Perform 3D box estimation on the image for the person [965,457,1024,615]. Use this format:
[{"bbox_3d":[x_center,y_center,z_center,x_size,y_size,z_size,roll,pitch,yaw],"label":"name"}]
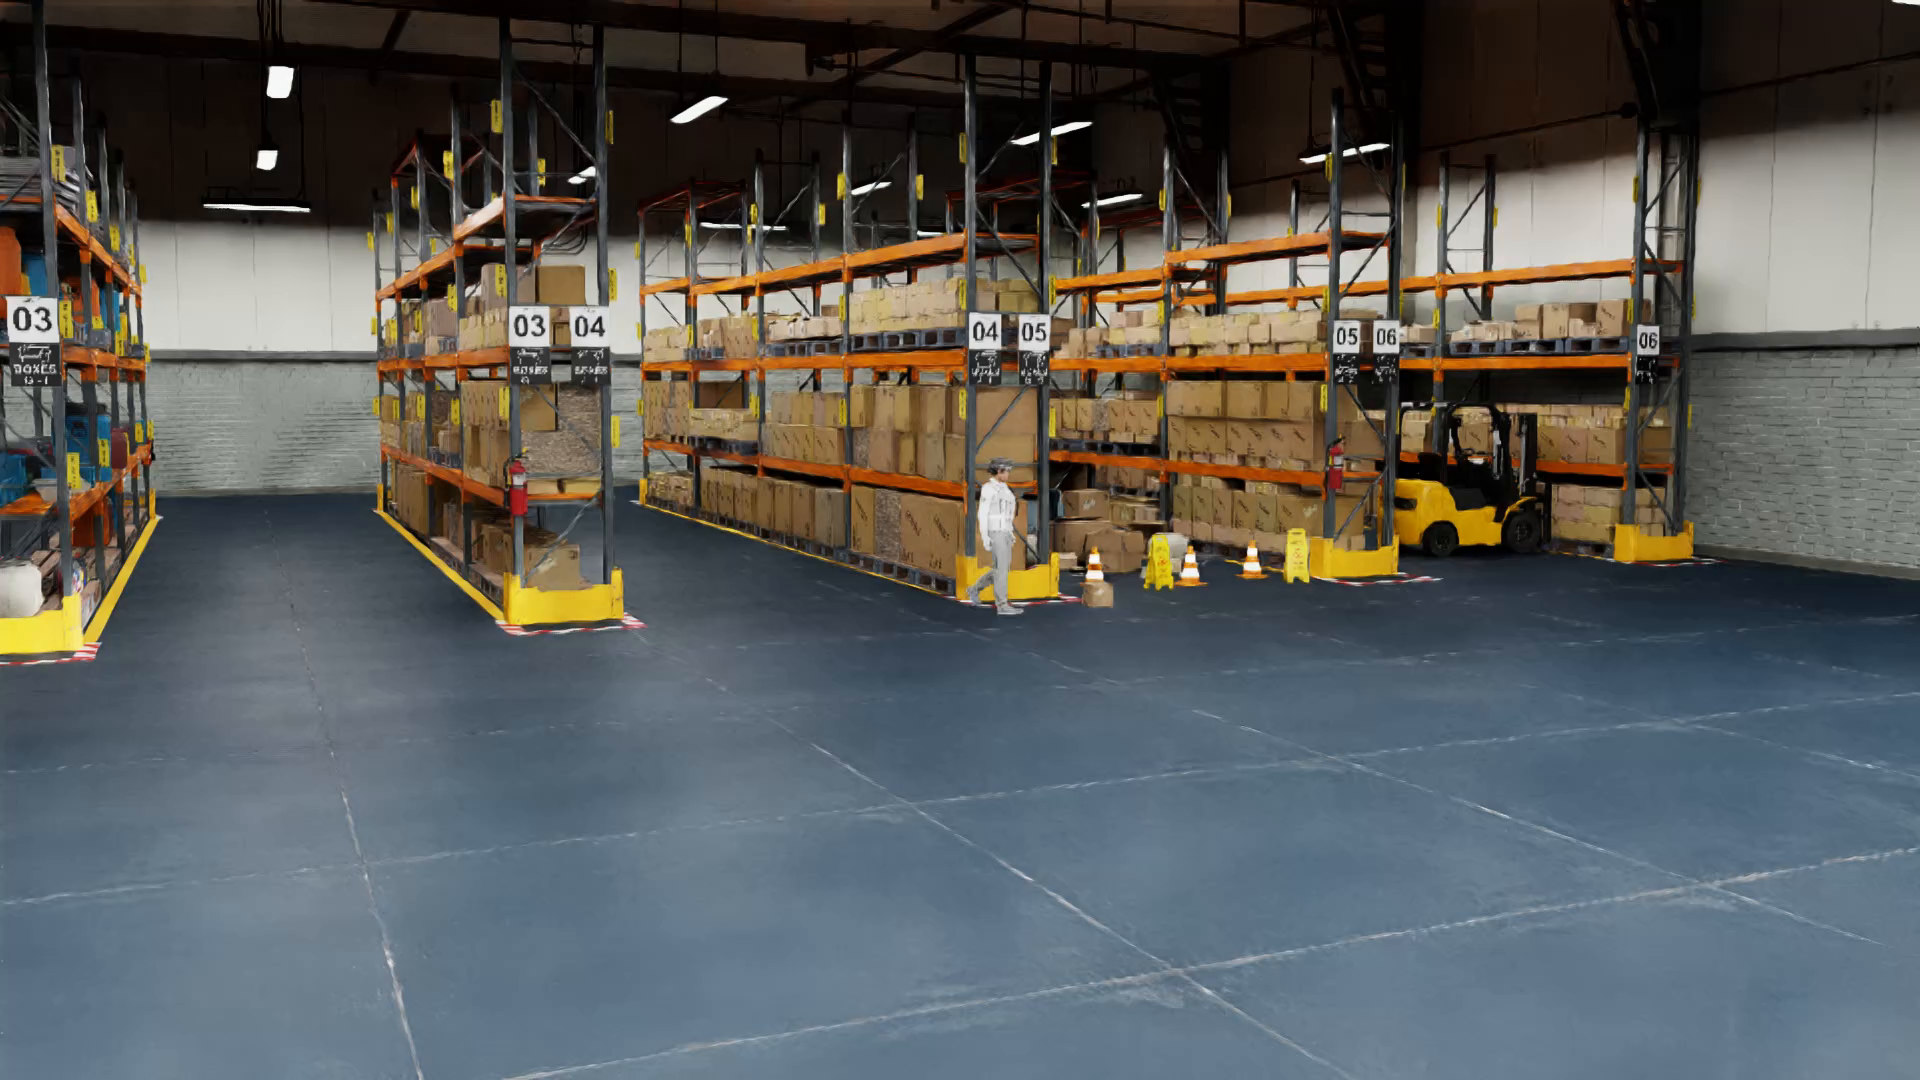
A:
[{"bbox_3d":[0.375,-0.055,17.544,0.698,1.639,0.534,2,6,17],"label":"person"}]
